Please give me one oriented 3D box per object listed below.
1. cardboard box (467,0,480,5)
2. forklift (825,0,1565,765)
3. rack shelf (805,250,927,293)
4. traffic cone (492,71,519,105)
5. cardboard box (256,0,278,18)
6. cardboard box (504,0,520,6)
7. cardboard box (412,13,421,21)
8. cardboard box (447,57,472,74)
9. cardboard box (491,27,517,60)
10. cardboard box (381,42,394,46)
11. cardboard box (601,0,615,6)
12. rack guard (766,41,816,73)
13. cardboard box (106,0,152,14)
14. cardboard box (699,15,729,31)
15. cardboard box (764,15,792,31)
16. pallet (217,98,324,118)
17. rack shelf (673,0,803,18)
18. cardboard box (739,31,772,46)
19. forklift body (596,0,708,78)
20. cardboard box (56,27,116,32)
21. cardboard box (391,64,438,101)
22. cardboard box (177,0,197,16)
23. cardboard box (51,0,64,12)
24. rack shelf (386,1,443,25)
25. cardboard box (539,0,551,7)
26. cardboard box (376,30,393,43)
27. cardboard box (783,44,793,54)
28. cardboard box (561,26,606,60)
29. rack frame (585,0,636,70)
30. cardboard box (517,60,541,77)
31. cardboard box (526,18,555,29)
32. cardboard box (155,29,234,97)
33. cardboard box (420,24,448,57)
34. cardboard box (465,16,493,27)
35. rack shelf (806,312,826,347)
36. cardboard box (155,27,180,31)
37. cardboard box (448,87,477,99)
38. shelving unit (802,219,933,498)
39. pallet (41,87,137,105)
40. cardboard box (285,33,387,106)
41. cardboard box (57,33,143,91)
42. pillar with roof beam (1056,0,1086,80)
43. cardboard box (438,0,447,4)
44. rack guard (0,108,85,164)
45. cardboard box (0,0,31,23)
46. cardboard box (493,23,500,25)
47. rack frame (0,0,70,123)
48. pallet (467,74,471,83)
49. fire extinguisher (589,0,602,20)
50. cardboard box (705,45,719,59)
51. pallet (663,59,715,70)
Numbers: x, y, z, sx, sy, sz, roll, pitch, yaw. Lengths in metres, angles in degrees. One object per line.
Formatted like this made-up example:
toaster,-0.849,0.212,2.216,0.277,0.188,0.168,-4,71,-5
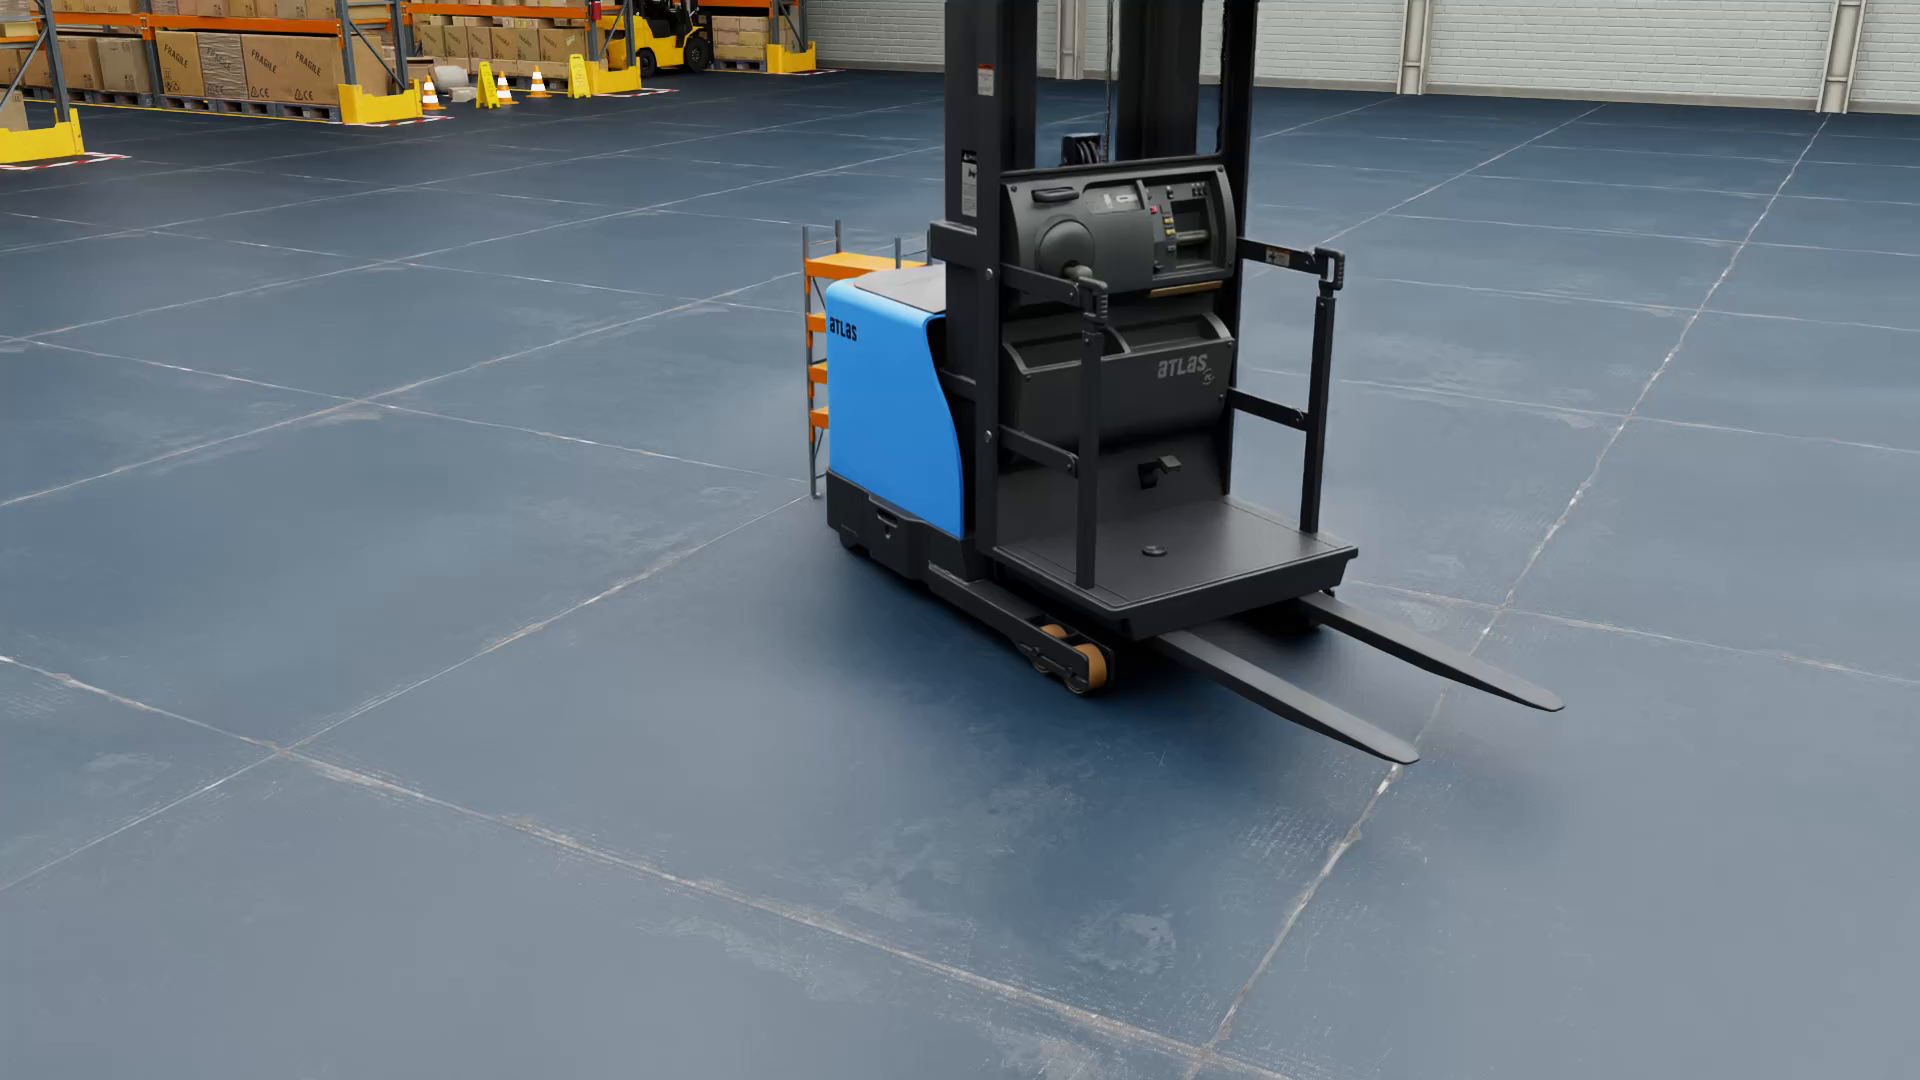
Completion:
cardboard box,-7.818,-8.820,27.149,0.250,0.149,0.380,11,23,28
forklift,0.675,-1.054,5.473,1.130,2.935,3.031,-12,23,-31
rack shelf,-0.388,-1.108,7.008,0.480,0.148,0.258,13,24,33
traffic cone,-6.806,-6.744,24.779,0.334,0.463,0.336,11,23,27
cardboard box,-9.147,-7.480,22.867,0.550,0.550,0.875,11,23,27
cardboard box,-7.138,-8.708,26.842,0.250,0.149,0.380,11,22,27
cardboard box,-11.140,-10.872,34.537,0.250,0.149,0.380,10,22,26
cardboard box,-8.194,-7.942,27.778,0.500,0.250,0.500,12,23,30
cardboard box,-7.278,-8.121,27.171,0.500,0.500,0.500,10,22,26
cardboard box,-10.137,-8.469,29.050,0.625,0.372,0.950,12,23,31
cardboard box,-5.752,-8.636,26.643,0.250,0.149,0.380,11,23,28
rack guard,-3.118,-8.935,30.765,0.348,0.500,1.175,11,23,27
cardboard box,-11.961,-7.865,24.002,0.500,0.500,0.500,11,22,27
cardboard box,-4.587,-9.637,30.984,0.500,0.250,0.500,11,23,28
cardboard box,-3.467,-9.626,30.952,0.500,0.250,0.500,10,22,26
pallet,-9.680,-6.148,23.504,1.213,0.211,1.003,11,23,27
rack shelf,-4.885,-10.109,31.389,4.000,0.370,1.077,11,23,27
cardboard box,-3.717,-9.242,30.628,0.500,0.250,0.500,10,22,27
forklift body,-5.685,-9.488,29.867,1.214,2.155,2.313,11,23,27
cardboard box,-17.311,-9.910,32.927,0.875,0.438,0.875,10,22,26
cardboard box,-8.325,-7.001,25.428,0.637,0.503,0.797,-4,20,-10
cardboard box,-10.556,-7.739,23.581,0.550,0.550,0.875,11,23,27
cardboard box,-13.287,-8.117,24.696,0.500,0.500,0.500,11,22,27
rack shelf,-10.795,-9.296,29.148,4.000,0.370,1.077,11,23,27
cardboard box,-6.476,-8.575,26.473,0.250,0.149,0.380,10,22,26
cardboard box,-11.950,-10.727,35.088,0.500,0.500,0.500,10,22,25
cardboard box,-3.473,-9.159,31.133,0.500,0.250,0.500,11,23,28
cardboard box,-6.147,-8.114,27.151,0.500,0.500,0.500,10,22,26
rack frame,-5.557,-8.636,26.274,0.127,3.000,1.000,11,23,27
cardboard box,-6.842,-7.684,27.065,0.500,0.250,0.500,11,23,27
cardboard box,-6.737,-8.295,26.700,0.250,0.149,0.380,12,23,29
cardboard box,-10.860,-6.884,23.944,0.875,0.875,0.875,11,23,28
cardboard box,-8.665,-8.380,27.885,0.500,0.500,0.500,12,23,30
cardboard box,-7.900,-8.518,27.313,0.250,0.149,0.380,12,23,30
rack shelf,-0.388,-0.886,7.088,0.480,0.148,0.258,13,24,33
cardboard box,-14.660,-9.603,31.440,0.875,0.875,0.875,12,23,29
cardboard box,-7.686,-6.913,25.703,0.380,0.149,0.250,-11,23,-29
shelving unit,-0.388,-0.739,7.142,0.503,1.200,0.258,13,24,33
pallet,-13.154,-6.809,25.325,1.213,0.211,1.003,11,23,27
cardboard box,-8.507,-6.437,22.713,0.875,0.875,0.875,11,23,28
cardboard box,-12.801,-7.189,24.968,0.750,0.750,1.050,11,23,27
pillar with roof beam,-0.169,-11.039,24.102,0.400,9.000,9.100,11,23,27
cardboard box,-8.438,-8.974,27.573,0.250,0.149,0.380,11,23,27
rack guard,-10.456,-4.524,18.602,0.348,0.500,1.175,11,23,27
cardboard box,-10.857,-5.972,18.348,0.500,0.500,0.875,11,23,27
cardboard box,-7.957,-8.456,28.095,0.500,0.500,0.500,11,23,28
rack frame,-10.390,-5.686,18.141,0.127,3.000,1.000,11,23,27
pallet,-8.445,-7.889,28.305,1.213,0.211,1.003,11,23,27
fire extinguisher,-5.682,-8.444,25.857,0.183,0.674,0.296,11,23,27
cardboard box,-4.565,-9.175,31.176,0.500,0.250,0.500,11,23,28
pallet,-4.888,-9.122,31.702,1.213,0.211,1.003,11,23,27
